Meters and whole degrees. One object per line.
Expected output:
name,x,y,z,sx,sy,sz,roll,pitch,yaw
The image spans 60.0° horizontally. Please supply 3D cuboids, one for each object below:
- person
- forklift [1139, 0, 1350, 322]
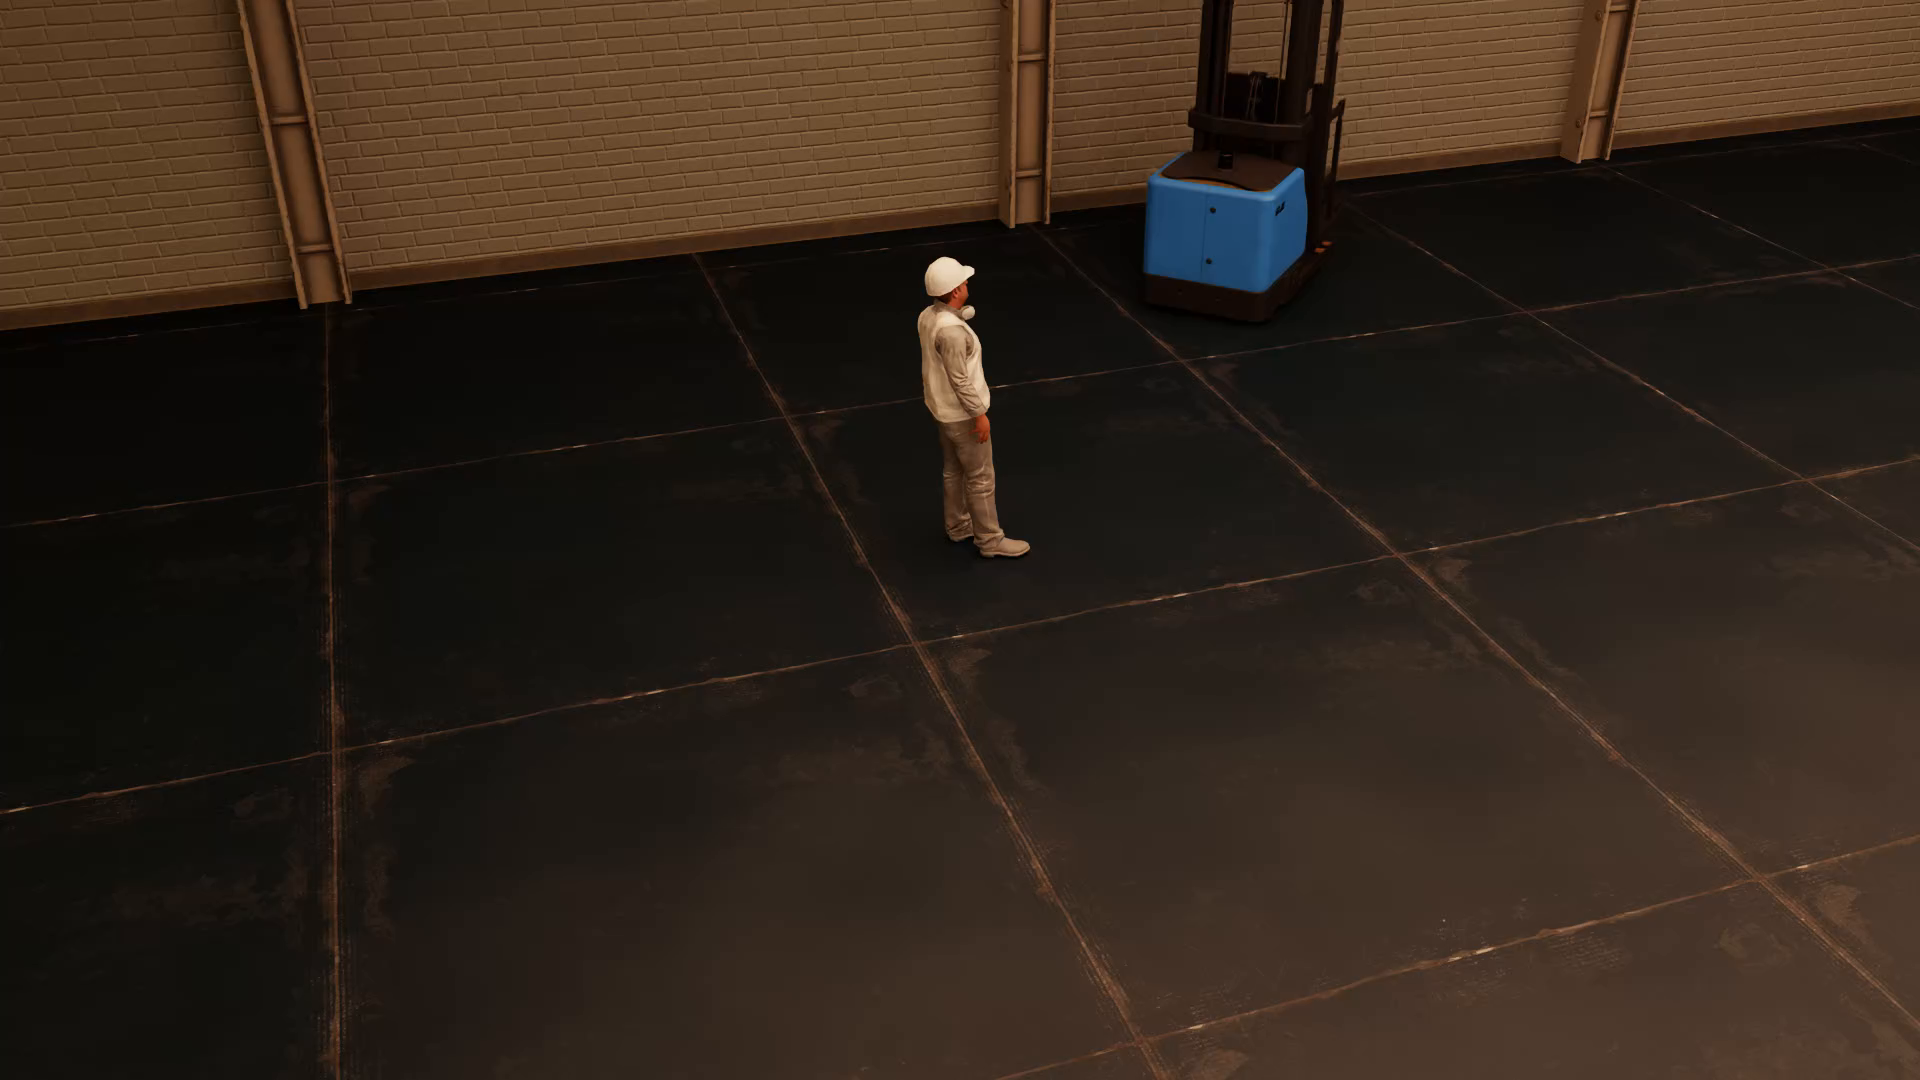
person,0.062,-0.782,9.591,0.566,1.775,0.633,-10,31,-16
forklift,2.543,-3.655,13.440,1.130,2.935,3.031,14,33,23
